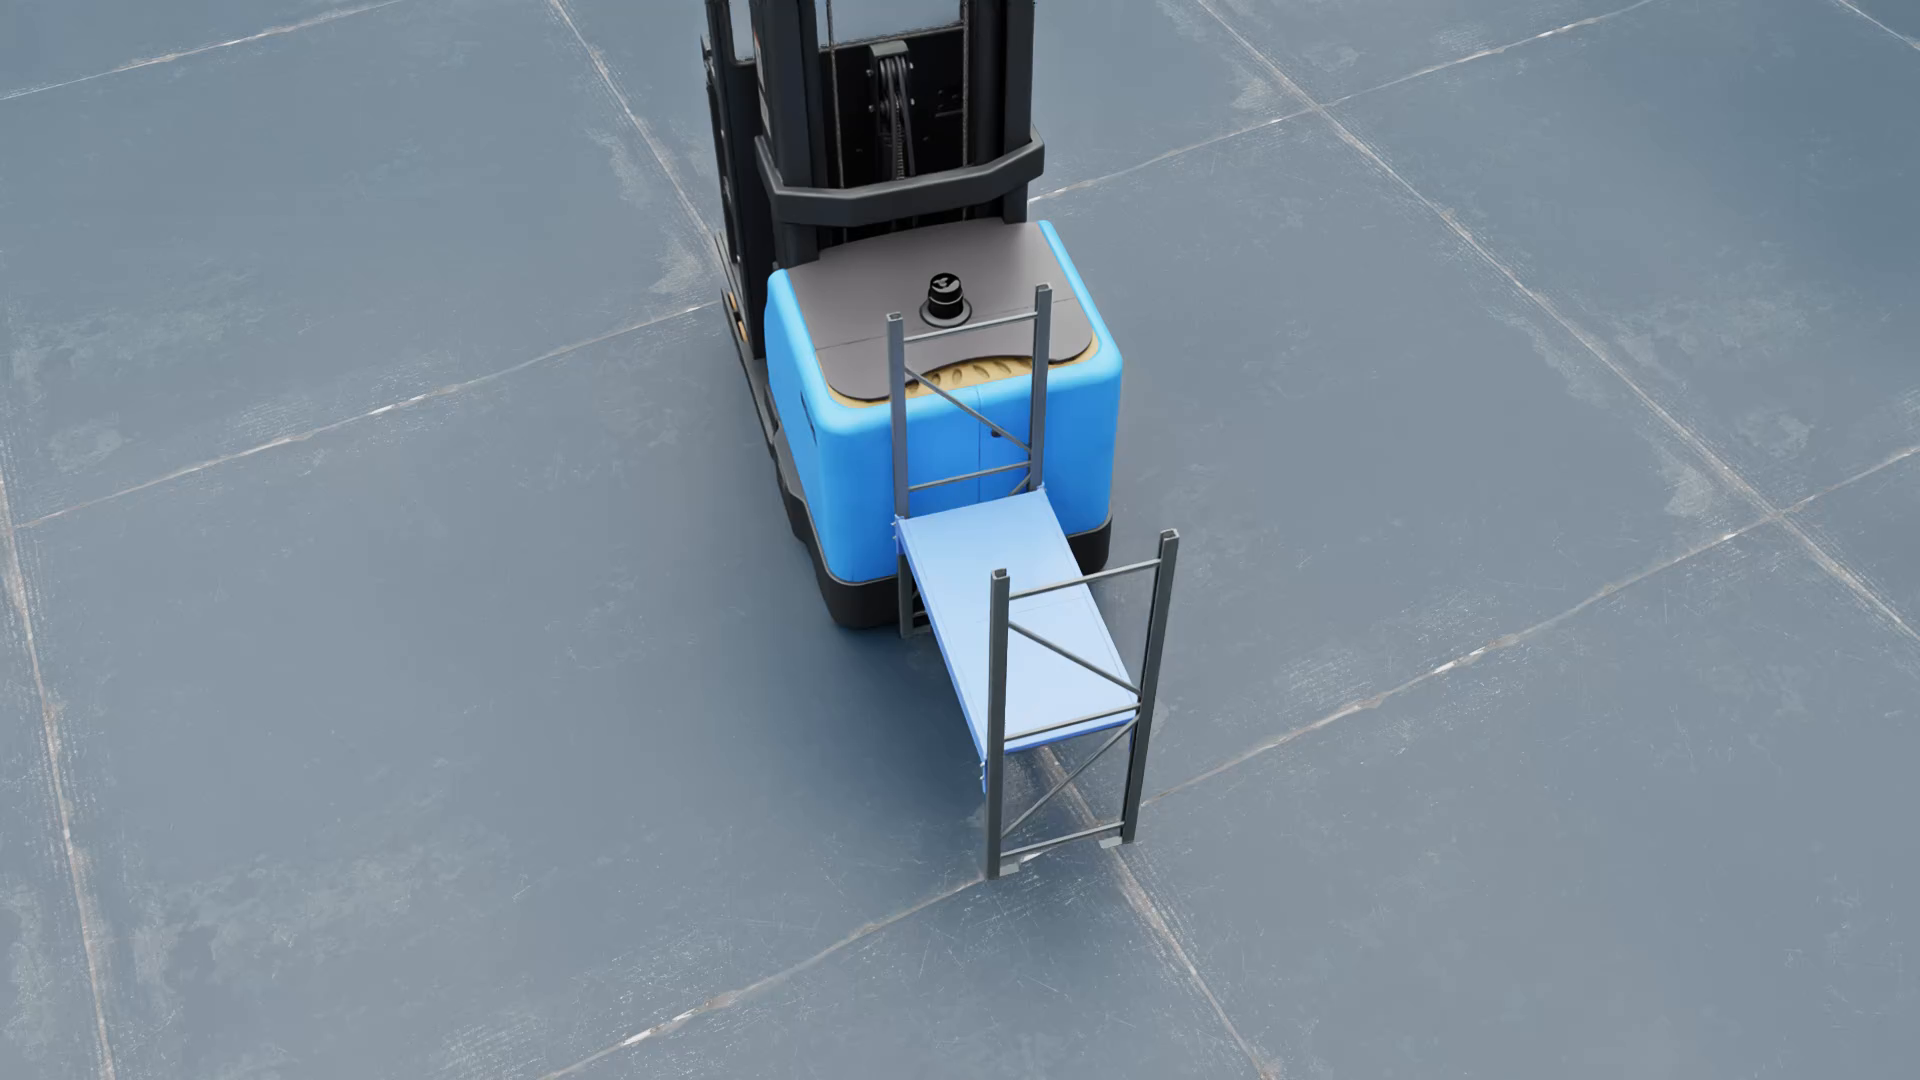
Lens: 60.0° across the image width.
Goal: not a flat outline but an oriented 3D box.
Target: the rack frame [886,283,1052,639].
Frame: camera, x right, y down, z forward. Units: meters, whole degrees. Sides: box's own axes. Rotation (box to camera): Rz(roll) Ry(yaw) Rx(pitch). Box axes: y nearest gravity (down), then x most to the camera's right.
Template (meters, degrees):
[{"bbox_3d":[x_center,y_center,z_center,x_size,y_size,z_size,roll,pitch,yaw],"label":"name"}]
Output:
[{"bbox_3d":[0.029,-0.205,5.433,0.500,1.500,0.032,-13,50,-11],"label":"rack frame"}]

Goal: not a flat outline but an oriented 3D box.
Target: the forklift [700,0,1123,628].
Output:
[{"bbox_3d":[-0.367,-1.790,5.868,1.130,2.935,3.031,-13,50,-11],"label":"forklift"}]

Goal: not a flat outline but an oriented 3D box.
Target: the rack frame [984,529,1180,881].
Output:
[{"bbox_3d":[0.320,0.528,4.791,0.500,1.500,0.032,-13,50,-11],"label":"rack frame"}]

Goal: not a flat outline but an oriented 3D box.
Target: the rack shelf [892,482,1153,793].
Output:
[{"bbox_3d":[0.175,0.280,5.247,0.538,0.185,1.000,-13,50,-11],"label":"rack shelf"}]

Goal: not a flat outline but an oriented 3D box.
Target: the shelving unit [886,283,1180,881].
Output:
[{"bbox_3d":[0.175,0.162,5.112,0.538,1.500,1.048,-13,50,-11],"label":"shelving unit"}]
